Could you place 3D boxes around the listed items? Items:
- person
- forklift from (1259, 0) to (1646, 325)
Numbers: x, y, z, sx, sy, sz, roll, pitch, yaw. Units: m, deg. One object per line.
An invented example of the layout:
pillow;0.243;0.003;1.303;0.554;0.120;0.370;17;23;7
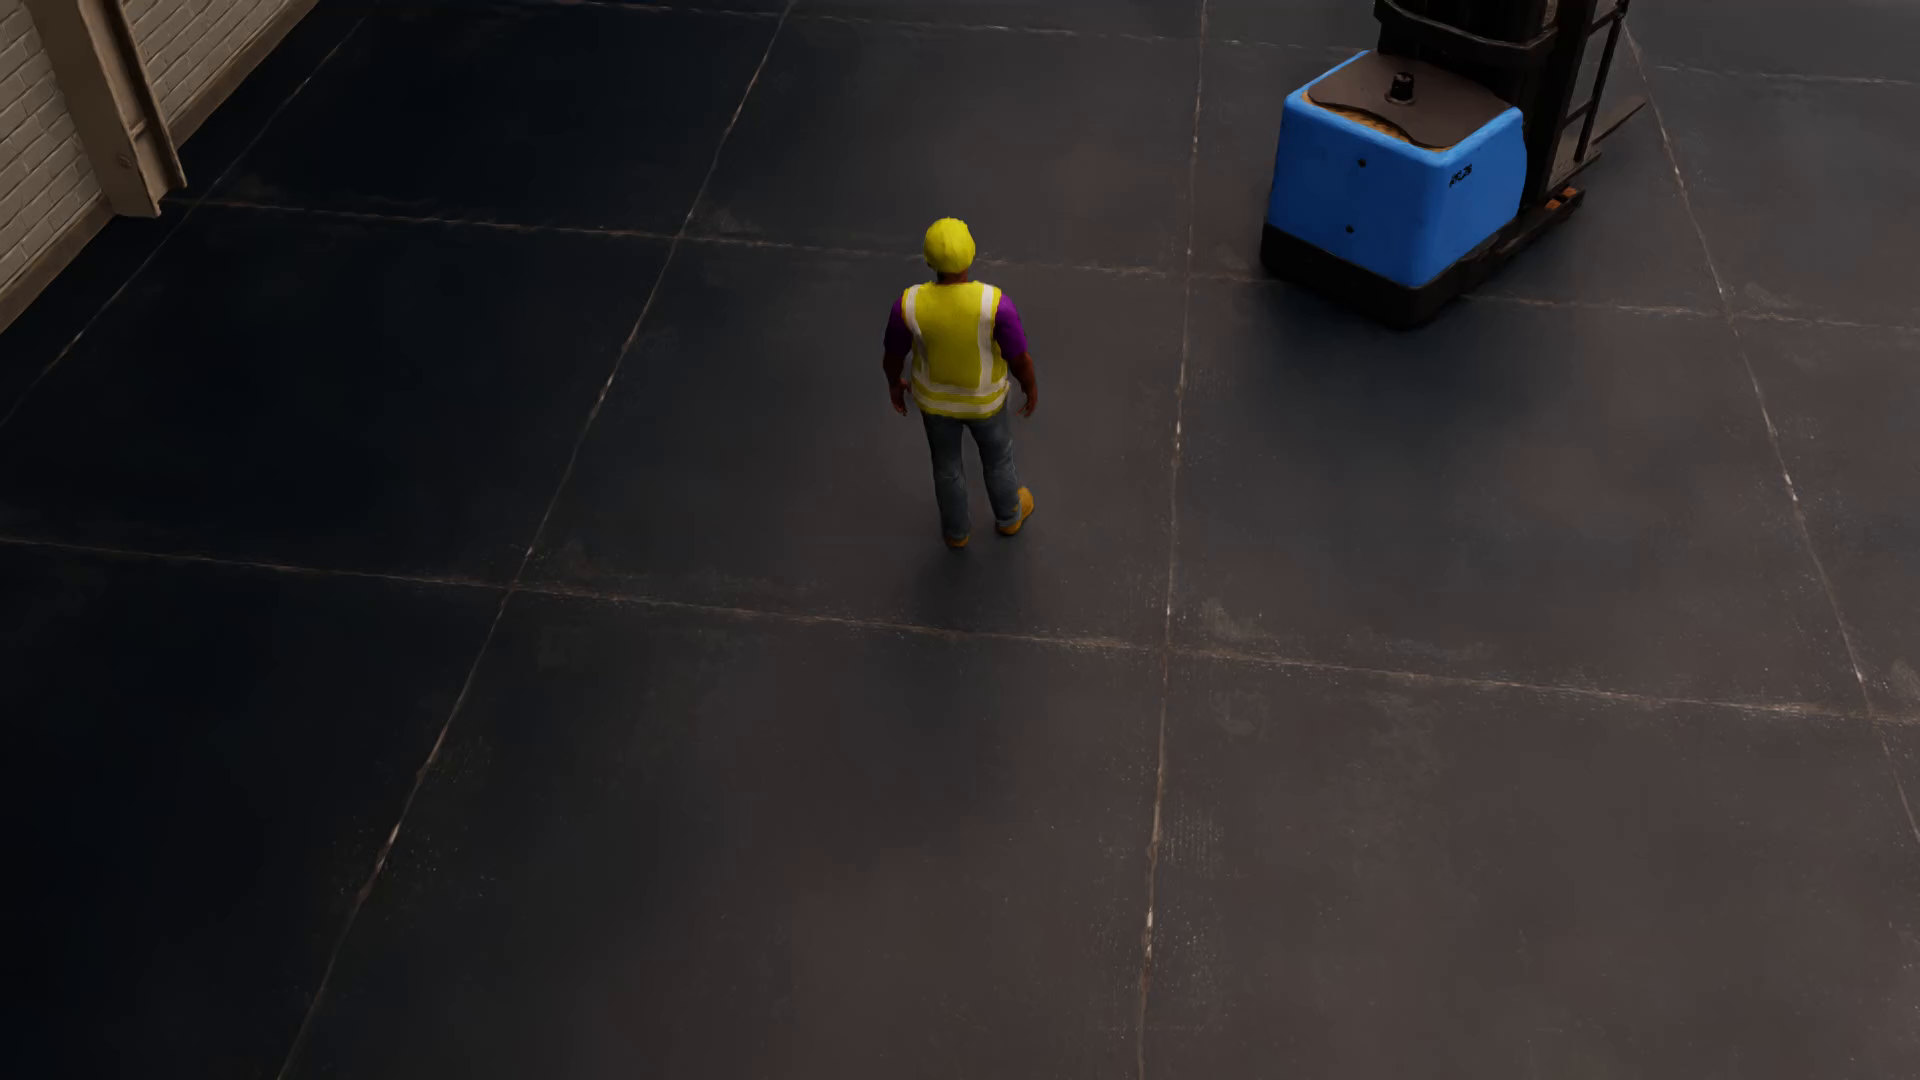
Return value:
person;0.015;-0.702;7.339;0.665;1.766;0.576;5;43;6
forklift;3.103;-3.155;9.159;1.130;2.935;3.031;33;52;31
